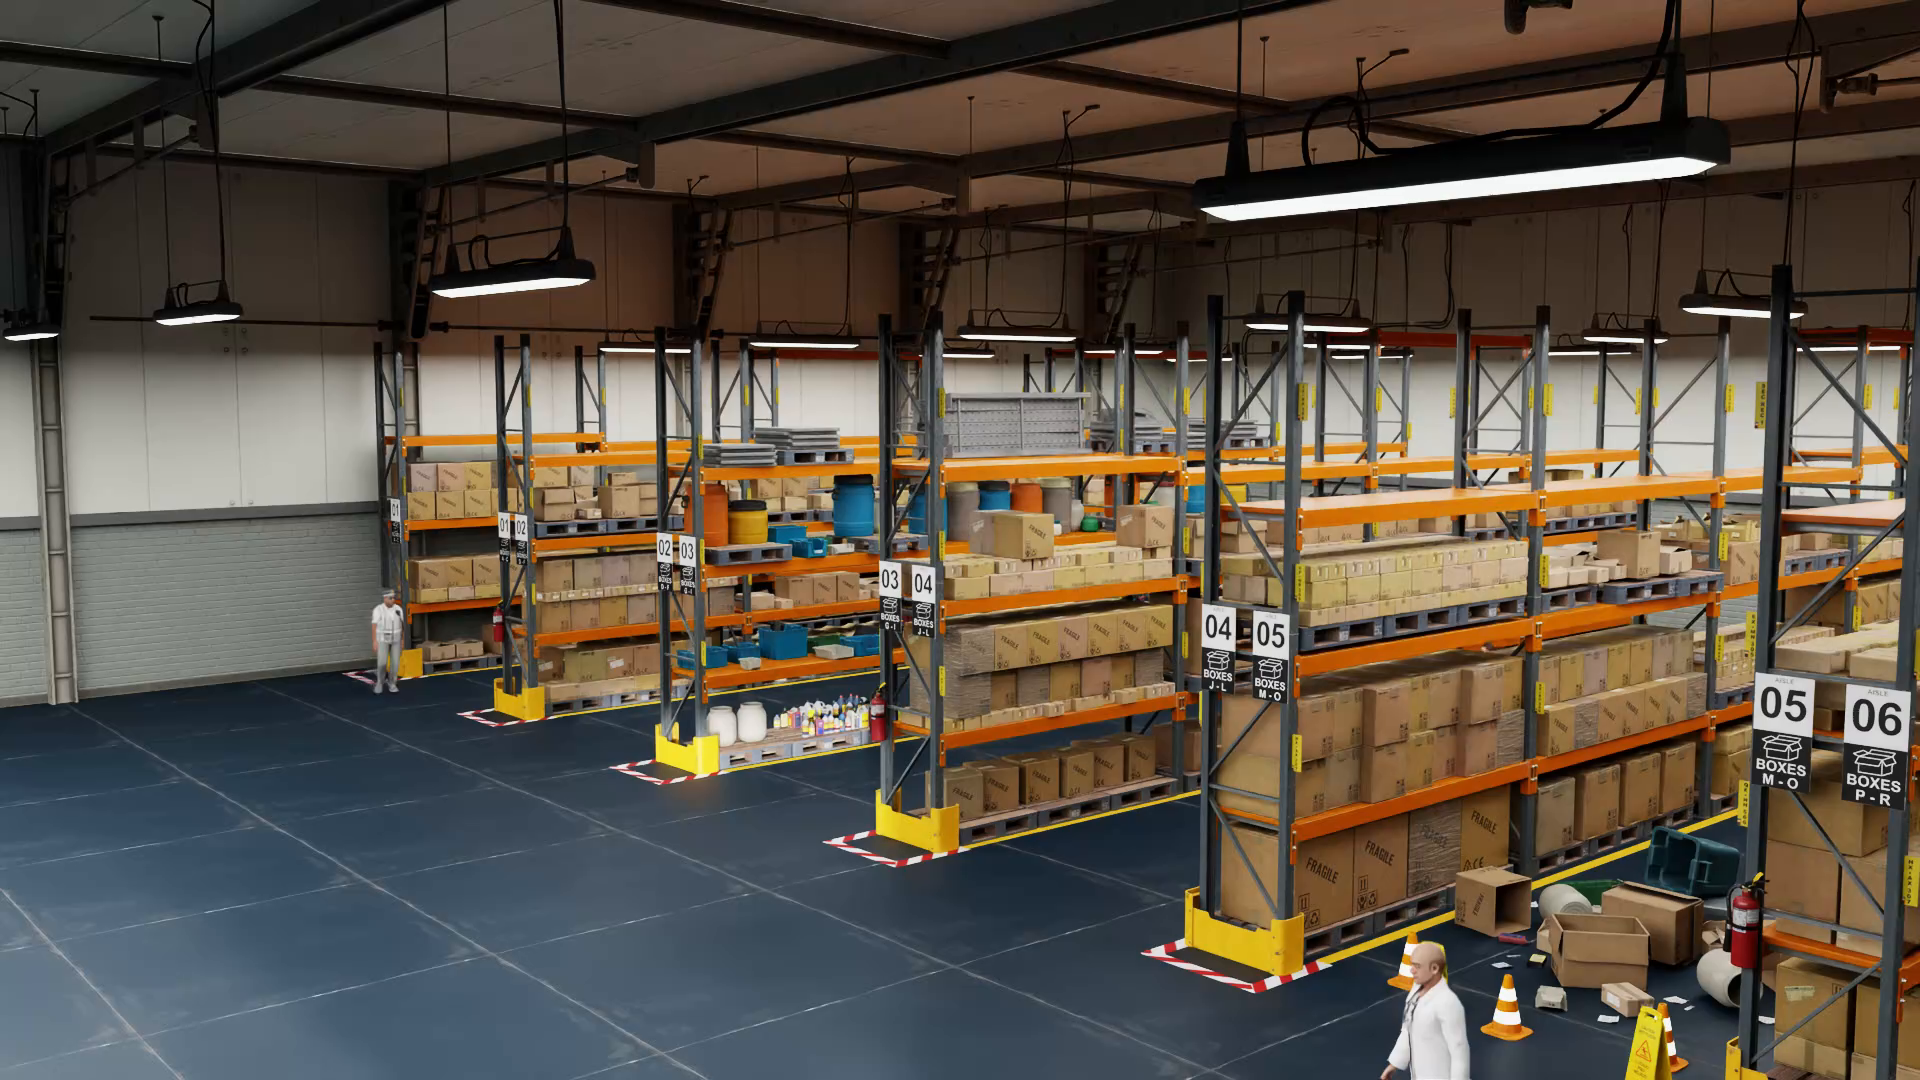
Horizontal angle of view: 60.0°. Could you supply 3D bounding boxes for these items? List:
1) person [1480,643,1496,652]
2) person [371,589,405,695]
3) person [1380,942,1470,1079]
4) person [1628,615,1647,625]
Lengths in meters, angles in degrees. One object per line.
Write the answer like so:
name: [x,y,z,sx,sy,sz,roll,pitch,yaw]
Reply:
person: [7.309,2.238,23.156,1.064,1.604,0.450,-4,7,-38]
person: [-9.681,1.717,28.170,0.567,1.788,0.440,-4,7,-39]
person: [2.853,3.340,10.257,1.022,1.738,0.611,0,5,0]
person: [11.121,1.927,26.958,0.743,1.578,0.650,-3,6,-31]
